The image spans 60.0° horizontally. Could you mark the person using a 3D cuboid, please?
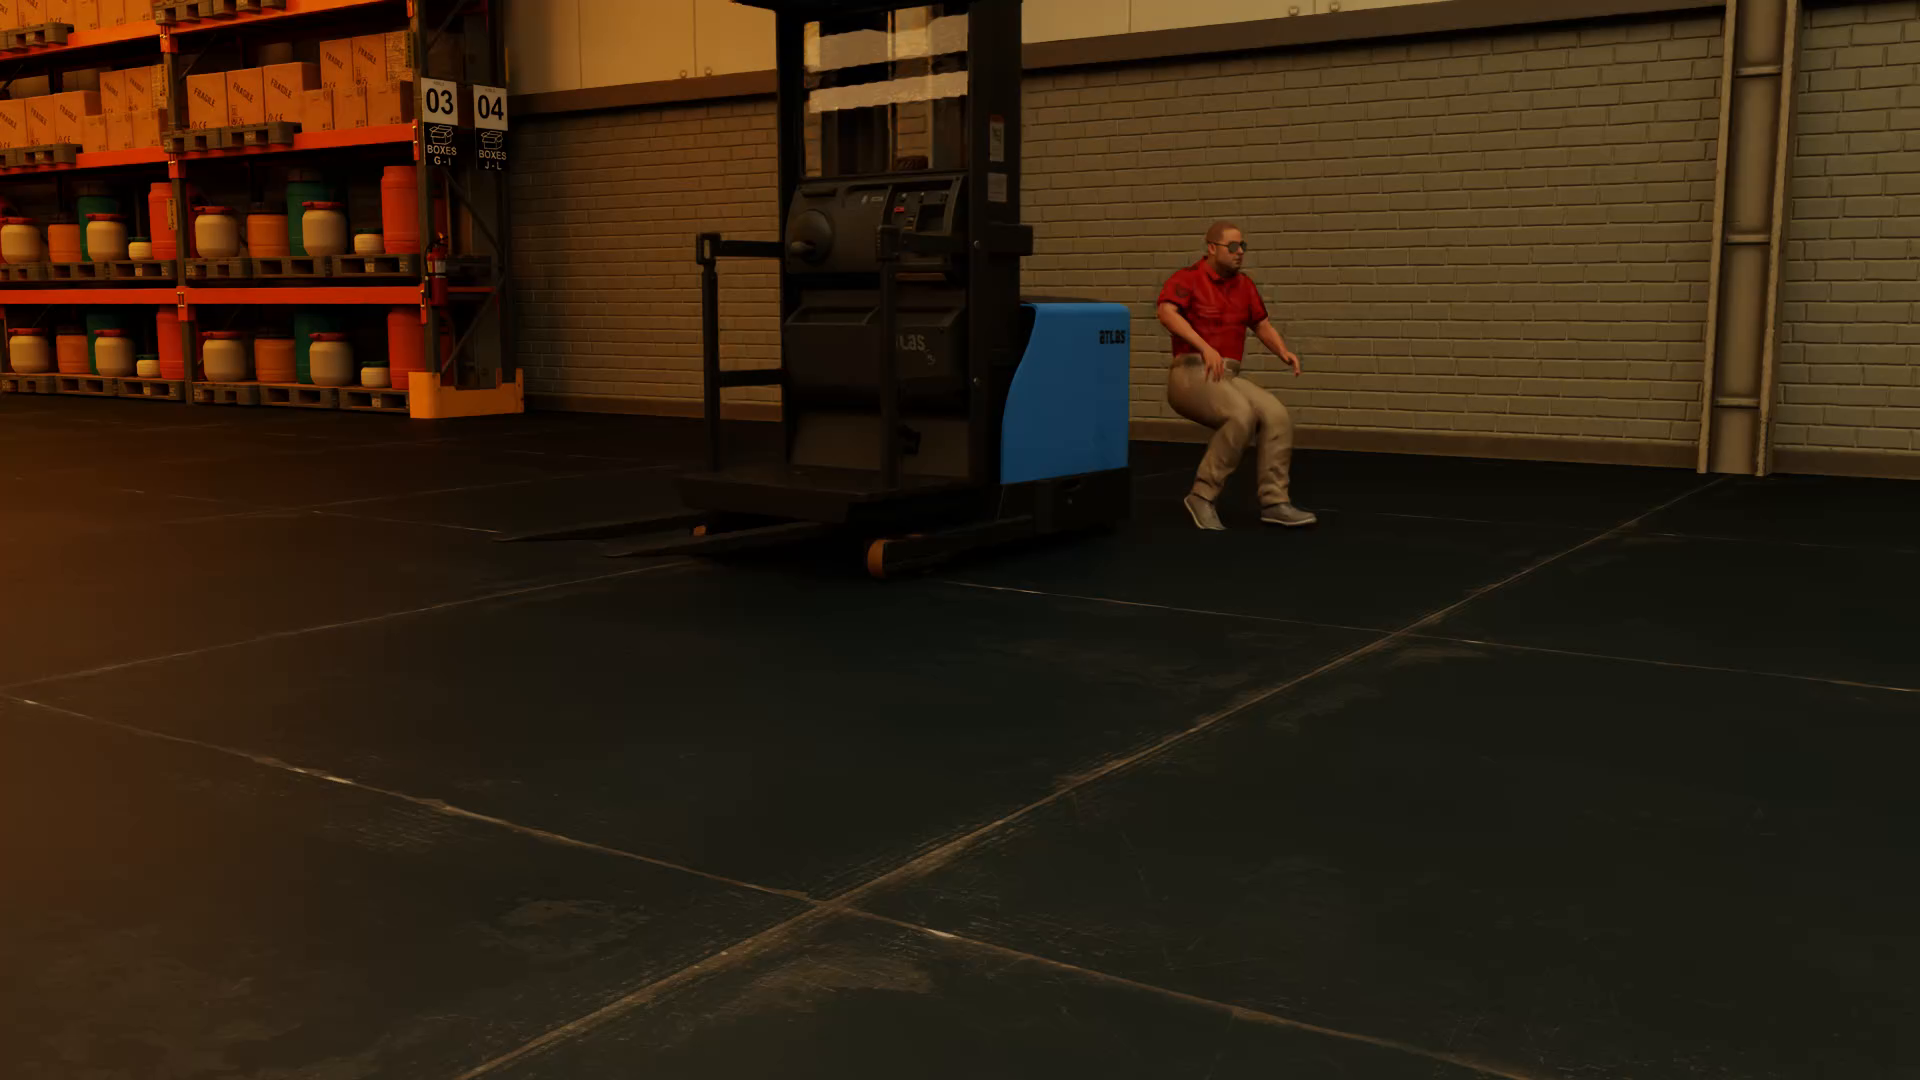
[{"bbox_3d":[1.427,-0.800,8.168,0.793,1.525,0.856,-7,11,-41],"label":"person"}]

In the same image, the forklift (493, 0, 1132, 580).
[{"bbox_3d":[-0.500,-1.371,6.837,1.130,2.935,3.031,6,10,38],"label":"forklift"}]
